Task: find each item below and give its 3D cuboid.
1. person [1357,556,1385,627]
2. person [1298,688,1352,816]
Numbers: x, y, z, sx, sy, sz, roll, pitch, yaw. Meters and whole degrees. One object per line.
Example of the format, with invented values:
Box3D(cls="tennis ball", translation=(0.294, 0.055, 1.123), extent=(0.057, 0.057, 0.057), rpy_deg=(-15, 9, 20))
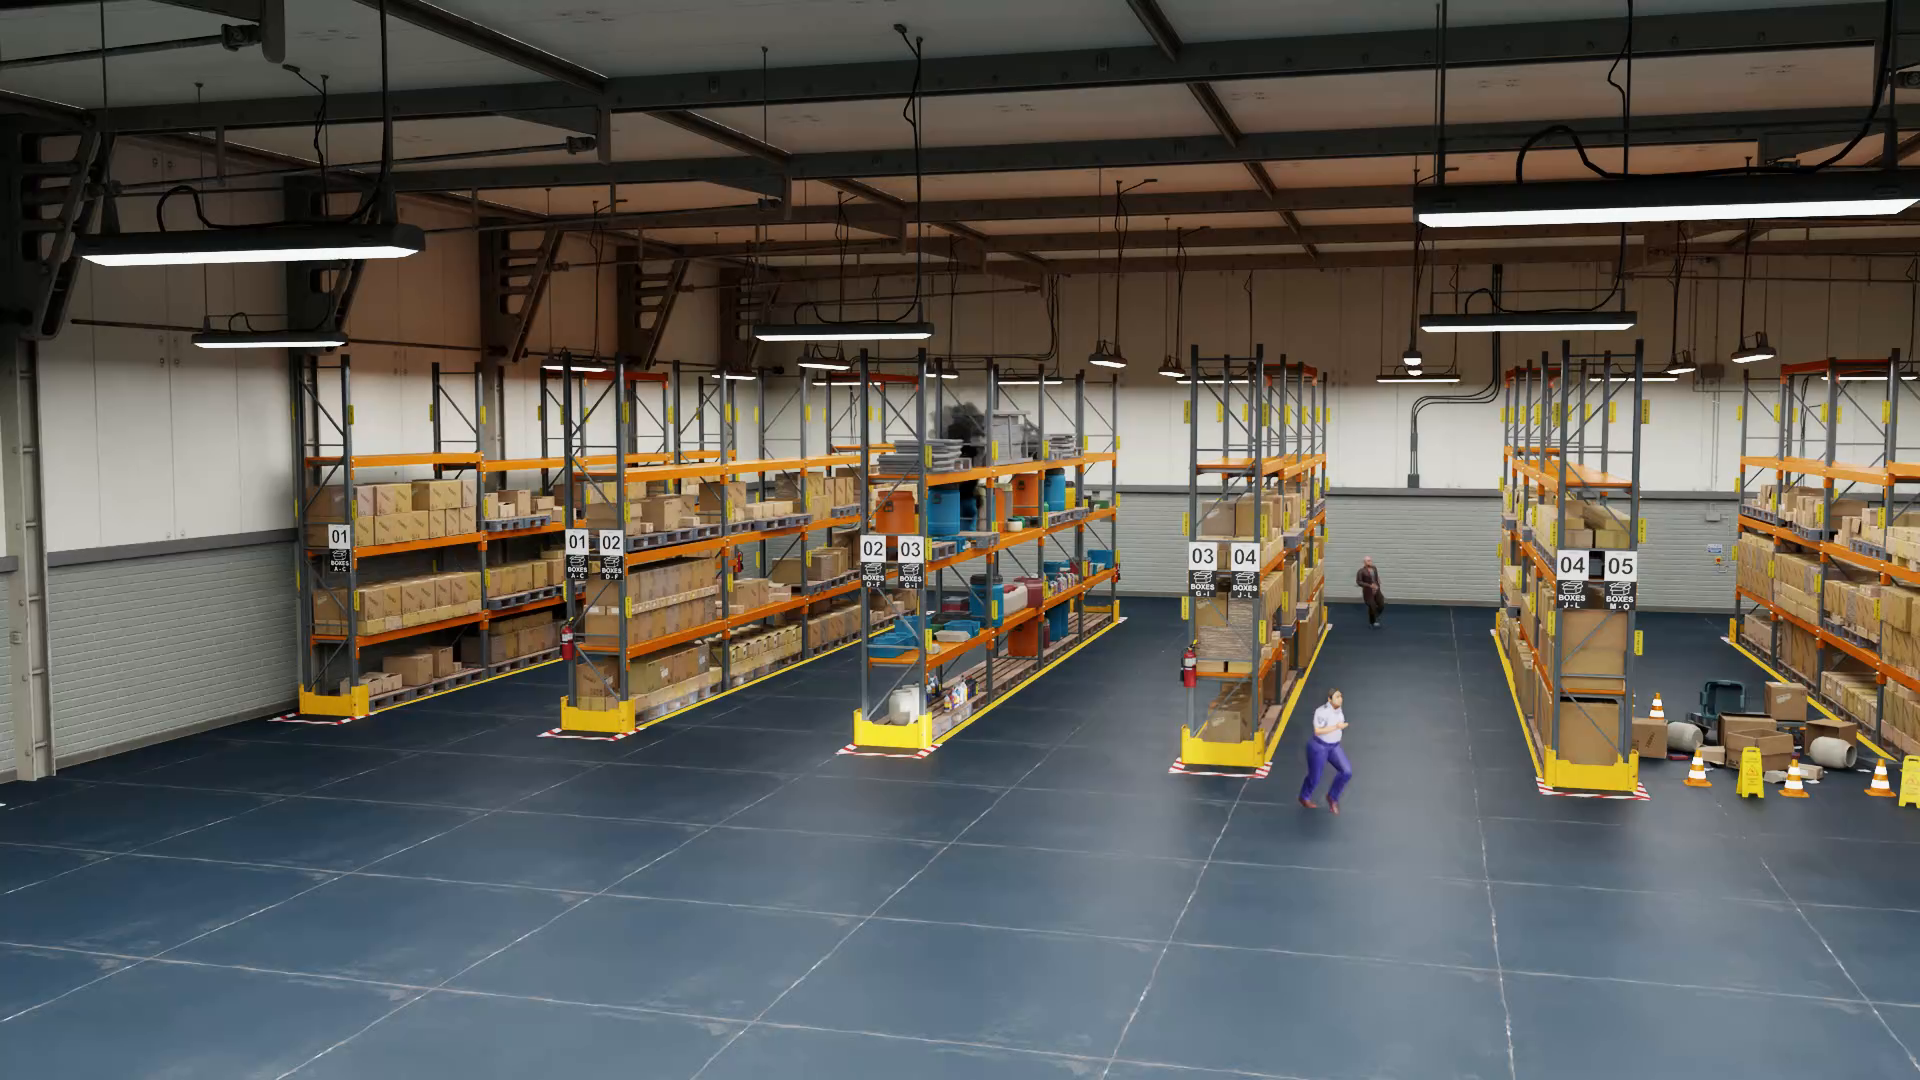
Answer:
Box3D(cls="person", translation=(9.622, 1.222, 38.998), extent=(0.757, 1.689, 0.600), rpy_deg=(-2, 5, -23))
Box3D(cls="person", translation=(4.572, 2.647, 20.840), extent=(0.592, 1.630, 0.835), rpy_deg=(-3, 5, -32))
